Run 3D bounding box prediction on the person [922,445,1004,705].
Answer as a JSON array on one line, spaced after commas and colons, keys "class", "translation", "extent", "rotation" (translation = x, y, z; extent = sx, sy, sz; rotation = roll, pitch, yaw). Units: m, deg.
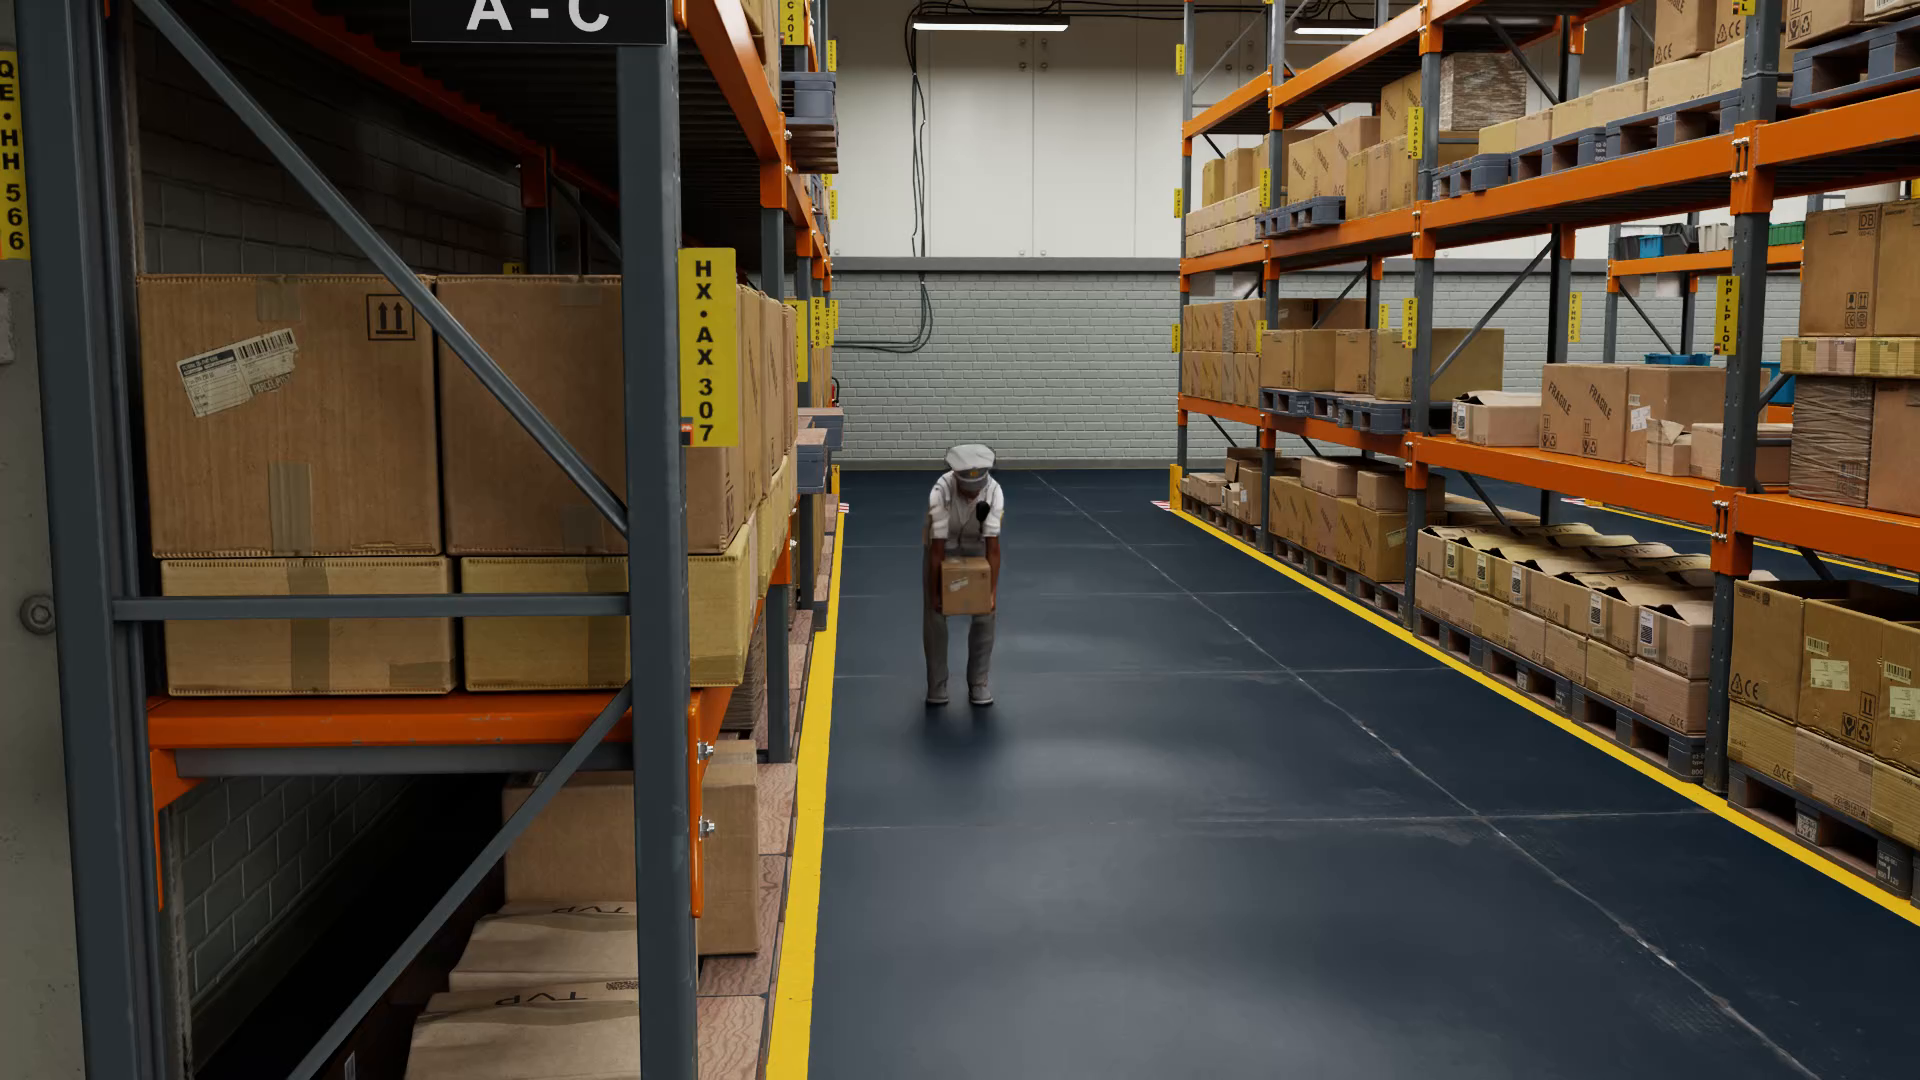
[{"class": "person", "translation": [0.019, 0.190, 8.774], "extent": [0.412, 1.411, 0.831], "rotation": [-1, 7, -5]}]
